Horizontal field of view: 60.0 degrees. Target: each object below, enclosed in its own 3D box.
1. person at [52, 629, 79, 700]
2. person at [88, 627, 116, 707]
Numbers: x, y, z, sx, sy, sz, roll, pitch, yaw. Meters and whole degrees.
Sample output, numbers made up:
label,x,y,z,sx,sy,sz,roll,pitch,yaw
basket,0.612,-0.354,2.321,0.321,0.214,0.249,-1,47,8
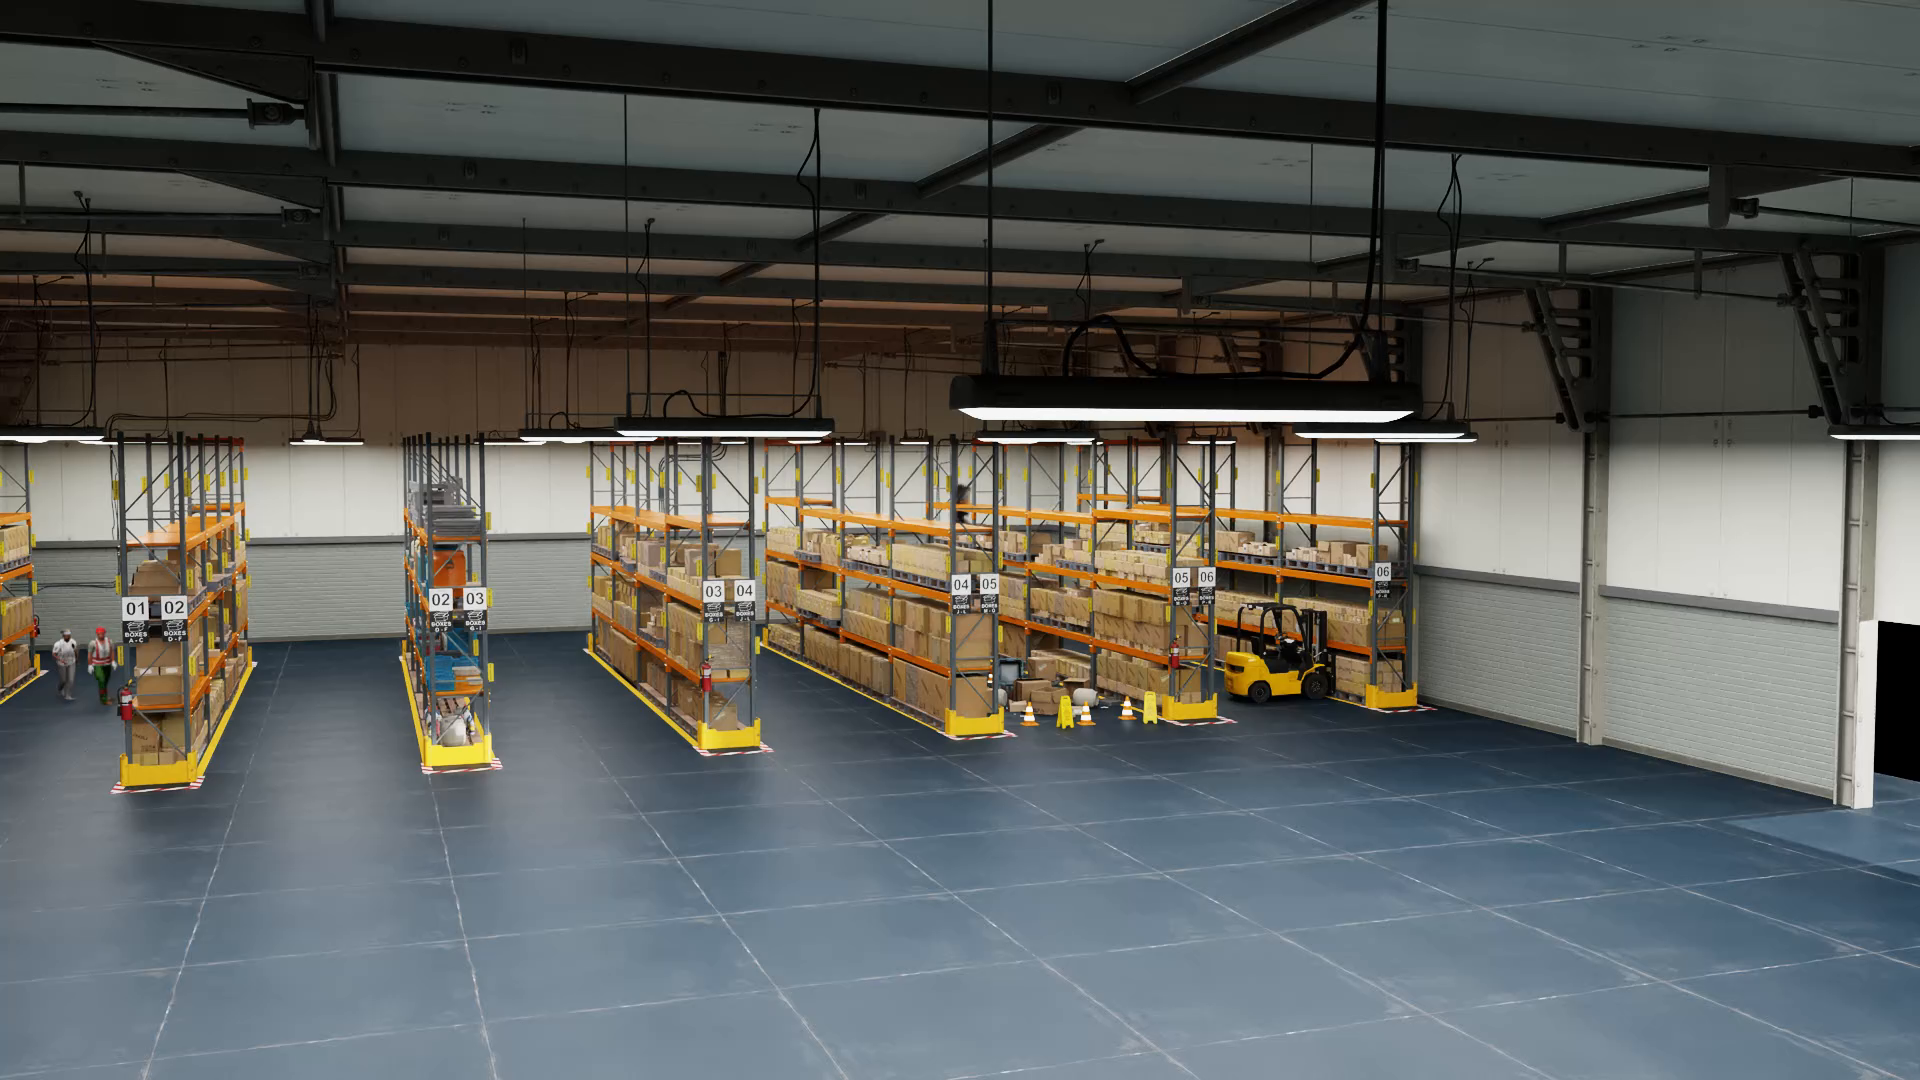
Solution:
label,x,y,z,sx,sy,sz,roll,pitch,yaw
person,-20.352,2.820,37.836,0.570,1.640,0.723,-3,4,-40
person,-19.090,2.802,37.083,0.859,1.759,0.601,2,4,32
